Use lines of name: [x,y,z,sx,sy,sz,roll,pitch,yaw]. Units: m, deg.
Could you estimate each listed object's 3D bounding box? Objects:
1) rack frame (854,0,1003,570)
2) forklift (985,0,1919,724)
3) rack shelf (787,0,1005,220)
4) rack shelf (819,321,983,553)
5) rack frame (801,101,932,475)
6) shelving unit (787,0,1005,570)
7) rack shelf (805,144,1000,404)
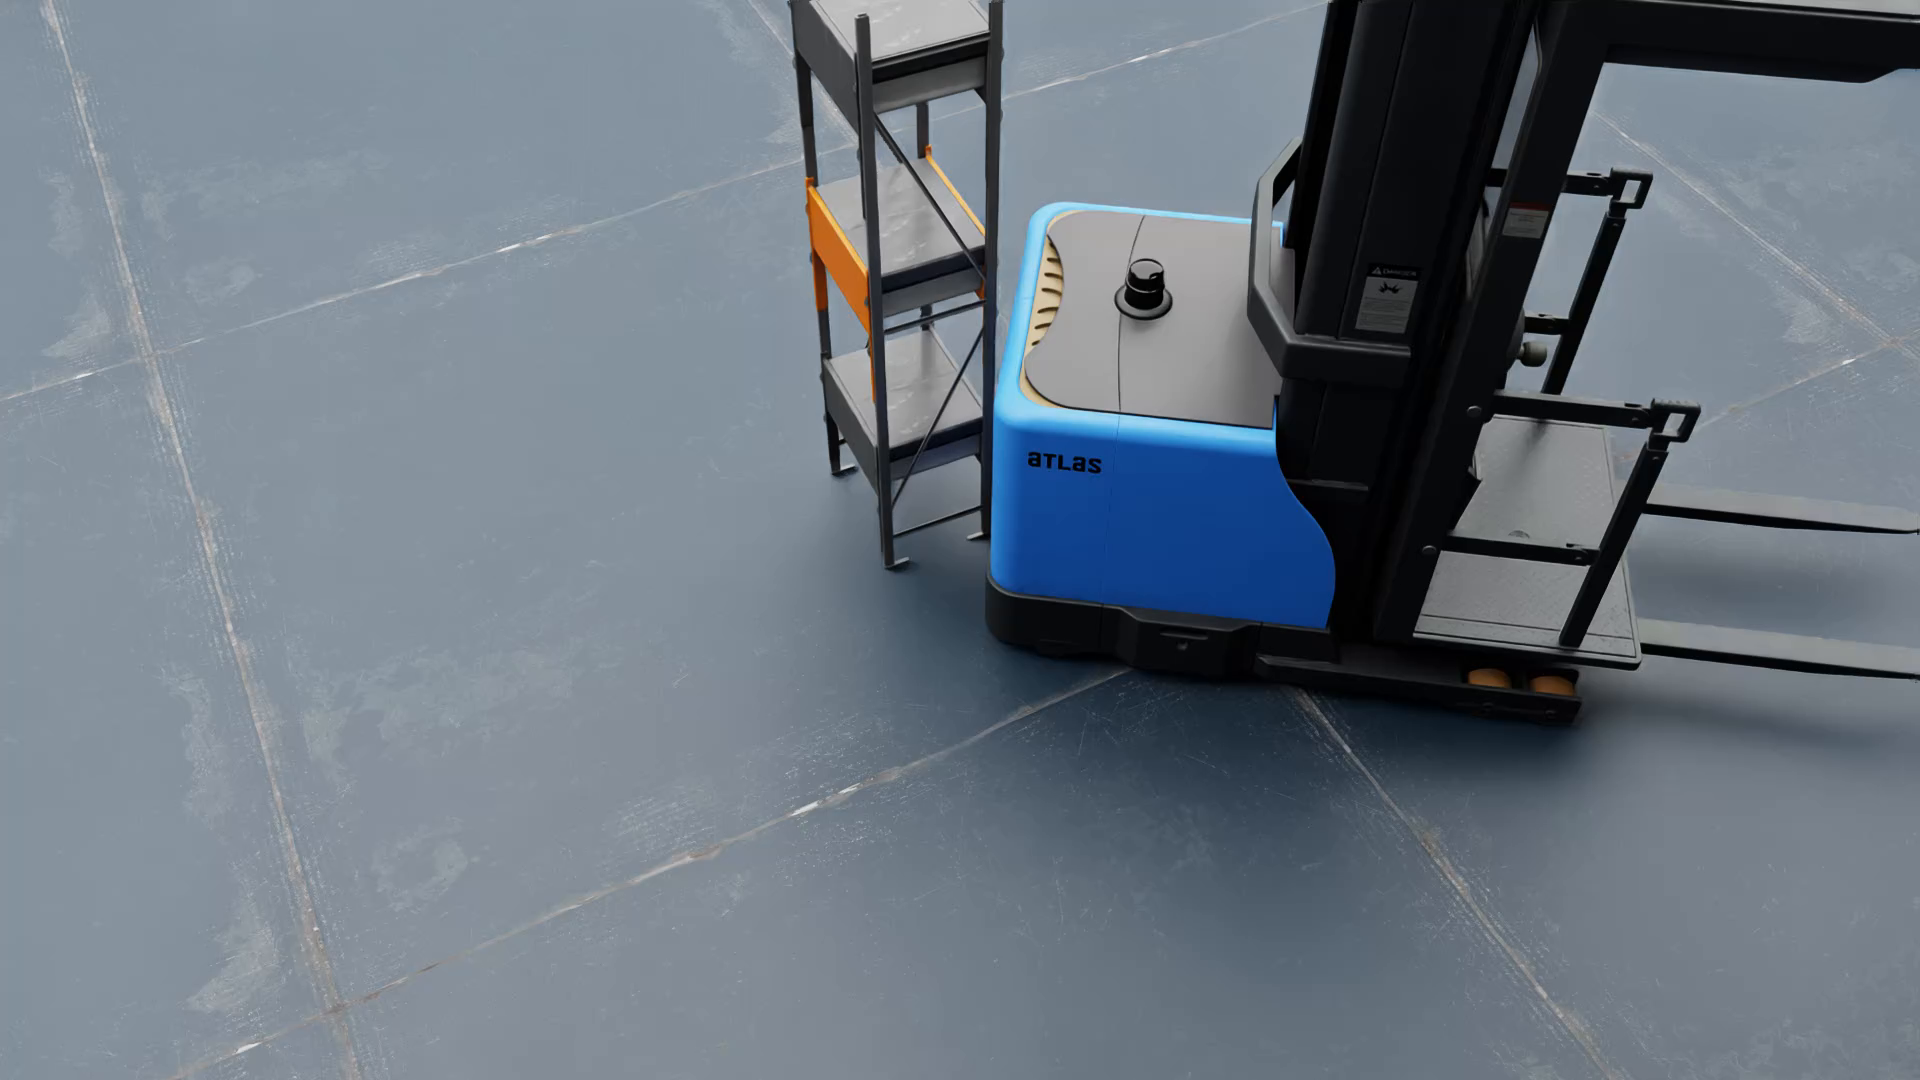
rack frame: [-0.075,-0.656,4.929,0.400,2.100,0.015,-19,52,-16]
forklift: [1.644,-0.817,4.517,3.031,2.935,1.130,6,49,6]
rack shelf: [-0.177,-1.275,4.558,0.431,0.518,0.480,-19,52,-16]
rack shelf: [-0.177,-0.353,5.612,0.431,0.518,0.480,-19,52,-16]
rack frame: [-0.279,-0.990,5.221,0.400,2.100,0.015,-19,52,-16]
shelving unit: [-0.177,-0.823,5.075,0.431,2.100,0.503,-19,52,-16]
rack shelf: [-0.177,-0.814,5.085,0.431,0.518,0.480,-19,52,-16]
